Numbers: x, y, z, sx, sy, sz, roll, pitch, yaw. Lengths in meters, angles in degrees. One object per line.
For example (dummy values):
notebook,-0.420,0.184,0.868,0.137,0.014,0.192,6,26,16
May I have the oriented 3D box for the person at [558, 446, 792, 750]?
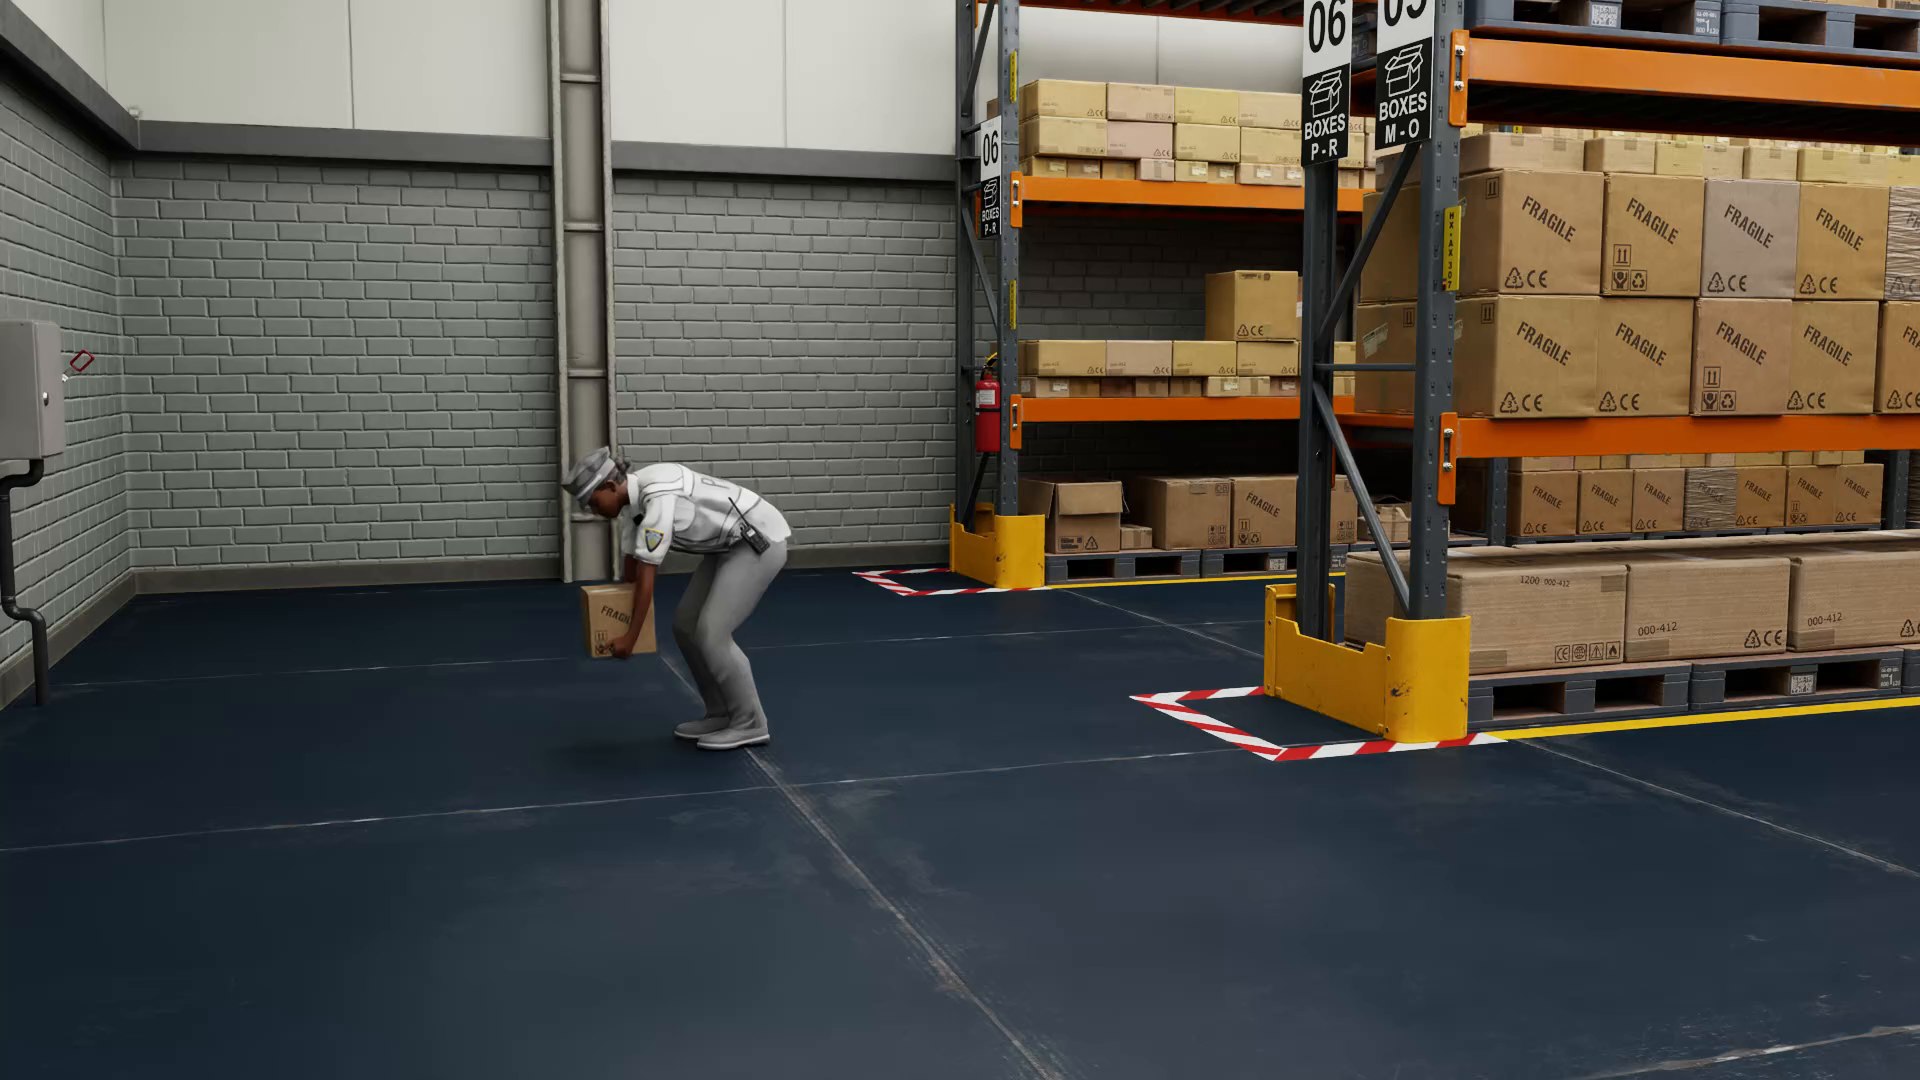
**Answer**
person,-1.128,0.225,6.630,0.915,1.207,0.430,-2,6,-21
